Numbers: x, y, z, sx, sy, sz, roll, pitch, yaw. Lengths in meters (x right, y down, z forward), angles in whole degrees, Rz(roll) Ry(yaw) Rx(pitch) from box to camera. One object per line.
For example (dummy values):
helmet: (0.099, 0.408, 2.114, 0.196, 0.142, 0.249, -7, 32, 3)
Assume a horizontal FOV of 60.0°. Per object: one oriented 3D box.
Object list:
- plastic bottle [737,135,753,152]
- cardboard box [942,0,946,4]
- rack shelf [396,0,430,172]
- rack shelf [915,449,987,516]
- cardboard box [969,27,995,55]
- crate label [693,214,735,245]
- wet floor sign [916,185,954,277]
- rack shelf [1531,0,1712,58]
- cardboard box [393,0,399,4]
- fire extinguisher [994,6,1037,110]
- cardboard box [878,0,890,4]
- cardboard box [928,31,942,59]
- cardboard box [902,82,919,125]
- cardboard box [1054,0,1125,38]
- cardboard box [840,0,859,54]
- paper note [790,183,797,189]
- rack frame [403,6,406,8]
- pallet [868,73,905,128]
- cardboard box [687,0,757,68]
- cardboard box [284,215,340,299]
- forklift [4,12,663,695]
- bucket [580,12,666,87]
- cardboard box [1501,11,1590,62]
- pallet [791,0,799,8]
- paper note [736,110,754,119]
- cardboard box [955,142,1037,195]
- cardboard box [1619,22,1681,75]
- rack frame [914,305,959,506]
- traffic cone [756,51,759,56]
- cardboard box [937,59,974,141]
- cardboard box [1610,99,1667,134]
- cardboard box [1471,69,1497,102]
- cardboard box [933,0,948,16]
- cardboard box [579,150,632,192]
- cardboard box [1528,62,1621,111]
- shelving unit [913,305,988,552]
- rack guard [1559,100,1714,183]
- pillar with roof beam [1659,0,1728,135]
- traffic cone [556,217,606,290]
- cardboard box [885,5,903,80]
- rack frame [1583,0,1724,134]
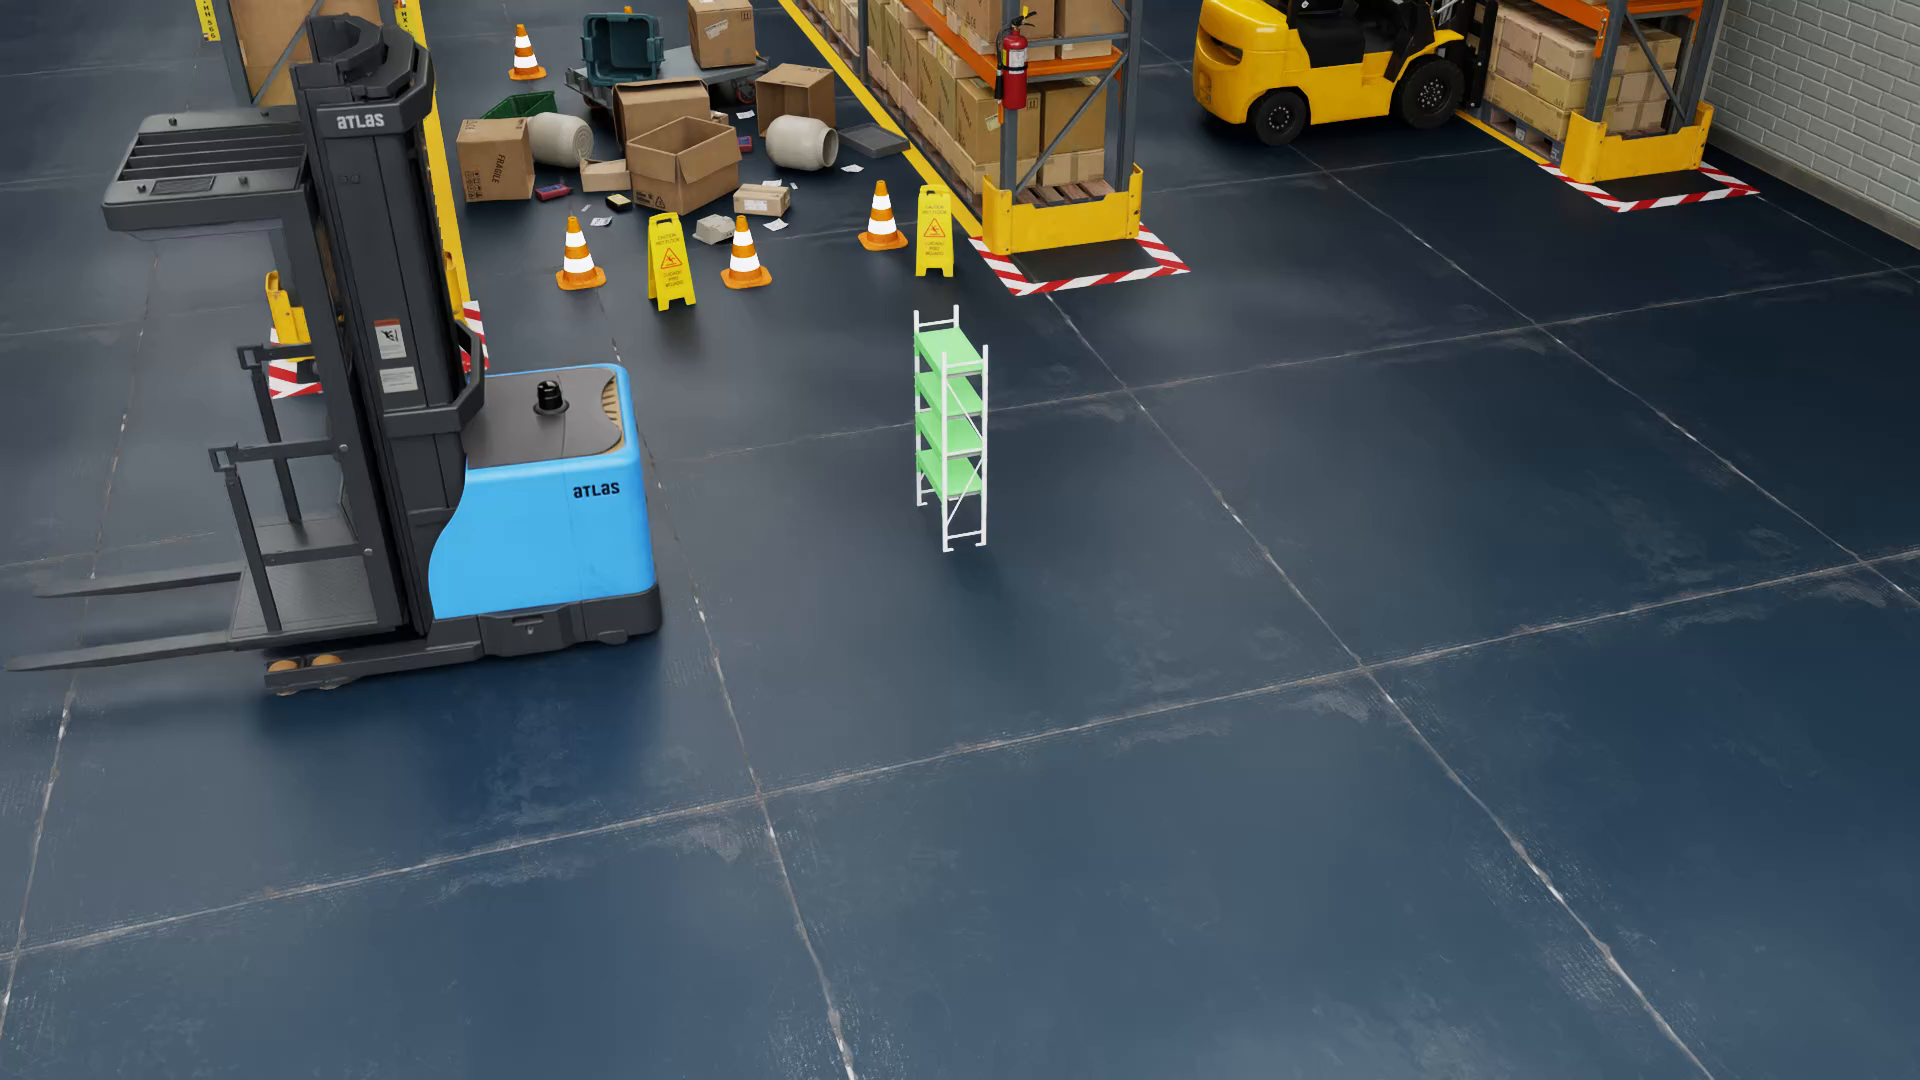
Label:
plastic bottle: (-1.830, -3.367, 14.109, 0.133, 0.061, 0.283, -4, 34, -6)
cardboard box: (0.057, -4.417, 12.672, 0.500, 0.500, 0.500, -10, 35, -15)
rack shelf: (-4.511, -3.350, 12.071, 1.077, 0.370, 4.000, -10, 35, -15)
rack shelf: (-0.050, -0.334, 9.038, 0.258, 0.148, 0.480, -10, 35, -15)
cardboard box: (0.281, -3.655, 12.108, 0.380, 0.149, 0.250, -10, 35, -15)
crate label: (-1.830, -2.337, 12.482, 0.298, 0.136, 0.250, 27, 42, 34)
wet floor sign: (-0.179, -2.224, 11.849, 0.267, 0.644, 0.232, 1, 33, 2)
rack shelf: (4.898, -5.072, 14.677, 1.077, 0.370, 4.000, -10, 35, -15)
cardboard box: (-4.274, -3.905, 11.142, 0.875, 0.550, 0.550, -10, 35, -15)
fire extinguisher: (0.378, -3.316, 11.437, 0.296, 0.674, 0.183, -10, 35, -15)
cardboard box: (-0.534, -4.766, 14.406, 0.380, 0.149, 0.250, -10, 35, -14)
cardboard box: (-0.039, -3.926, 13.135, 0.380, 0.149, 0.250, -9, 34, -13)
cardboard box: (-0.177, -3.702, 14.064, 0.500, 0.250, 0.500, -10, 35, -15)
cardboard box: (0.902, -3.947, 11.961, 0.500, 0.500, 0.500, -11, 35, -15)
cardboard box: (-0.600, -4.939, 15.826, 0.950, 0.372, 0.625, -10, 35, -14)
paper note: (-1.336, -2.848, 13.371, 0.032, 0.001, 0.123, -10, 35, -15)
rack frame: (-6.341, -6.800, 16.640, 1.000, 3.000, 0.127, -10, 35, -15)
pallet: (-0.199, -4.076, 15.046, 1.003, 0.211, 1.213, -10, 35, -15)
cardboard box: (-2.124, -4.544, 14.805, 0.500, 0.500, 0.500, -10, 35, -15)
cardboard box: (-4.171, -2.234, 11.275, 0.875, 0.875, 0.875, -10, 35, -14)
forklift: (-3.062, -0.802, 7.624, 3.031, 2.935, 1.130, -7, 34, -11)
bucket: (-2.884, -4.285, 14.424, 0.726, 0.611, 0.620, 1, 23, 2)
cardboard box: (4.909, -4.224, 13.947, 0.500, 0.250, 0.500, -9, 35, -14)
pallet: (-1.421, -6.112, 18.127, 1.003, 0.211, 1.213, -10, 35, -15)
paper note: (-1.901, -3.782, 14.765, 0.148, 0.019, 0.142, -10, 35, -15)
cardboard box: (0.272, -2.905, 12.859, 0.500, 0.250, 0.500, -10, 35, -15)
cardboard box: (5.542, -4.052, 13.686, 0.500, 0.250, 0.500, -11, 35, -15)
rack frame: (-0.125, -0.716, 9.064, 0.240, 1.200, 0.015, -10, 35, -15)
traffic cone: (-2.150, -4.943, 16.130, 0.336, 0.463, 0.334, -10, 35, -15)
cardboard box: (0.127, -3.477, 13.043, 0.500, 0.500, 0.500, -9, 34, -13)
cardboard box: (5.545, -3.641, 13.972, 0.500, 0.250, 0.500, -10, 35, -15)
cardboard box: (4.777, -4.071, 14.622, 0.500, 0.250, 0.500, -10, 35, -14)
cardboard box: (0.008, -4.201, 12.934, 0.380, 0.149, 0.250, -10, 35, -15)
cardboard box: (-2.843, -2.967, 13.318, 0.396, 0.266, 0.258, -4, 34, -6)
cardboard box: (5.062, -3.762, 13.701, 0.500, 0.250, 0.500, -10, 35, -15)
shelving unit: (-0.050, -0.587, 8.870, 0.258, 1.200, 0.503, -10, 35, -15)
rack guard: (5.515, -3.267, 13.560, 1.175, 0.500, 0.348, -10, 35, -15)
pillar with roof beam: (2.054, -6.618, 10.923, 9.100, 9.000, 0.400, -10, 35, -15)
traffic cone: (-2.711, -2.059, 11.766, 0.336, 0.463, 0.334, -10, 35, -15)
cardboard box: (-0.341, -4.292, 14.277, 0.500, 0.500, 0.500, -9, 34, -13)
rack frame: (5.508, -4.322, 12.890, 1.000, 3.000, 0.127, -10, 35, -15)
